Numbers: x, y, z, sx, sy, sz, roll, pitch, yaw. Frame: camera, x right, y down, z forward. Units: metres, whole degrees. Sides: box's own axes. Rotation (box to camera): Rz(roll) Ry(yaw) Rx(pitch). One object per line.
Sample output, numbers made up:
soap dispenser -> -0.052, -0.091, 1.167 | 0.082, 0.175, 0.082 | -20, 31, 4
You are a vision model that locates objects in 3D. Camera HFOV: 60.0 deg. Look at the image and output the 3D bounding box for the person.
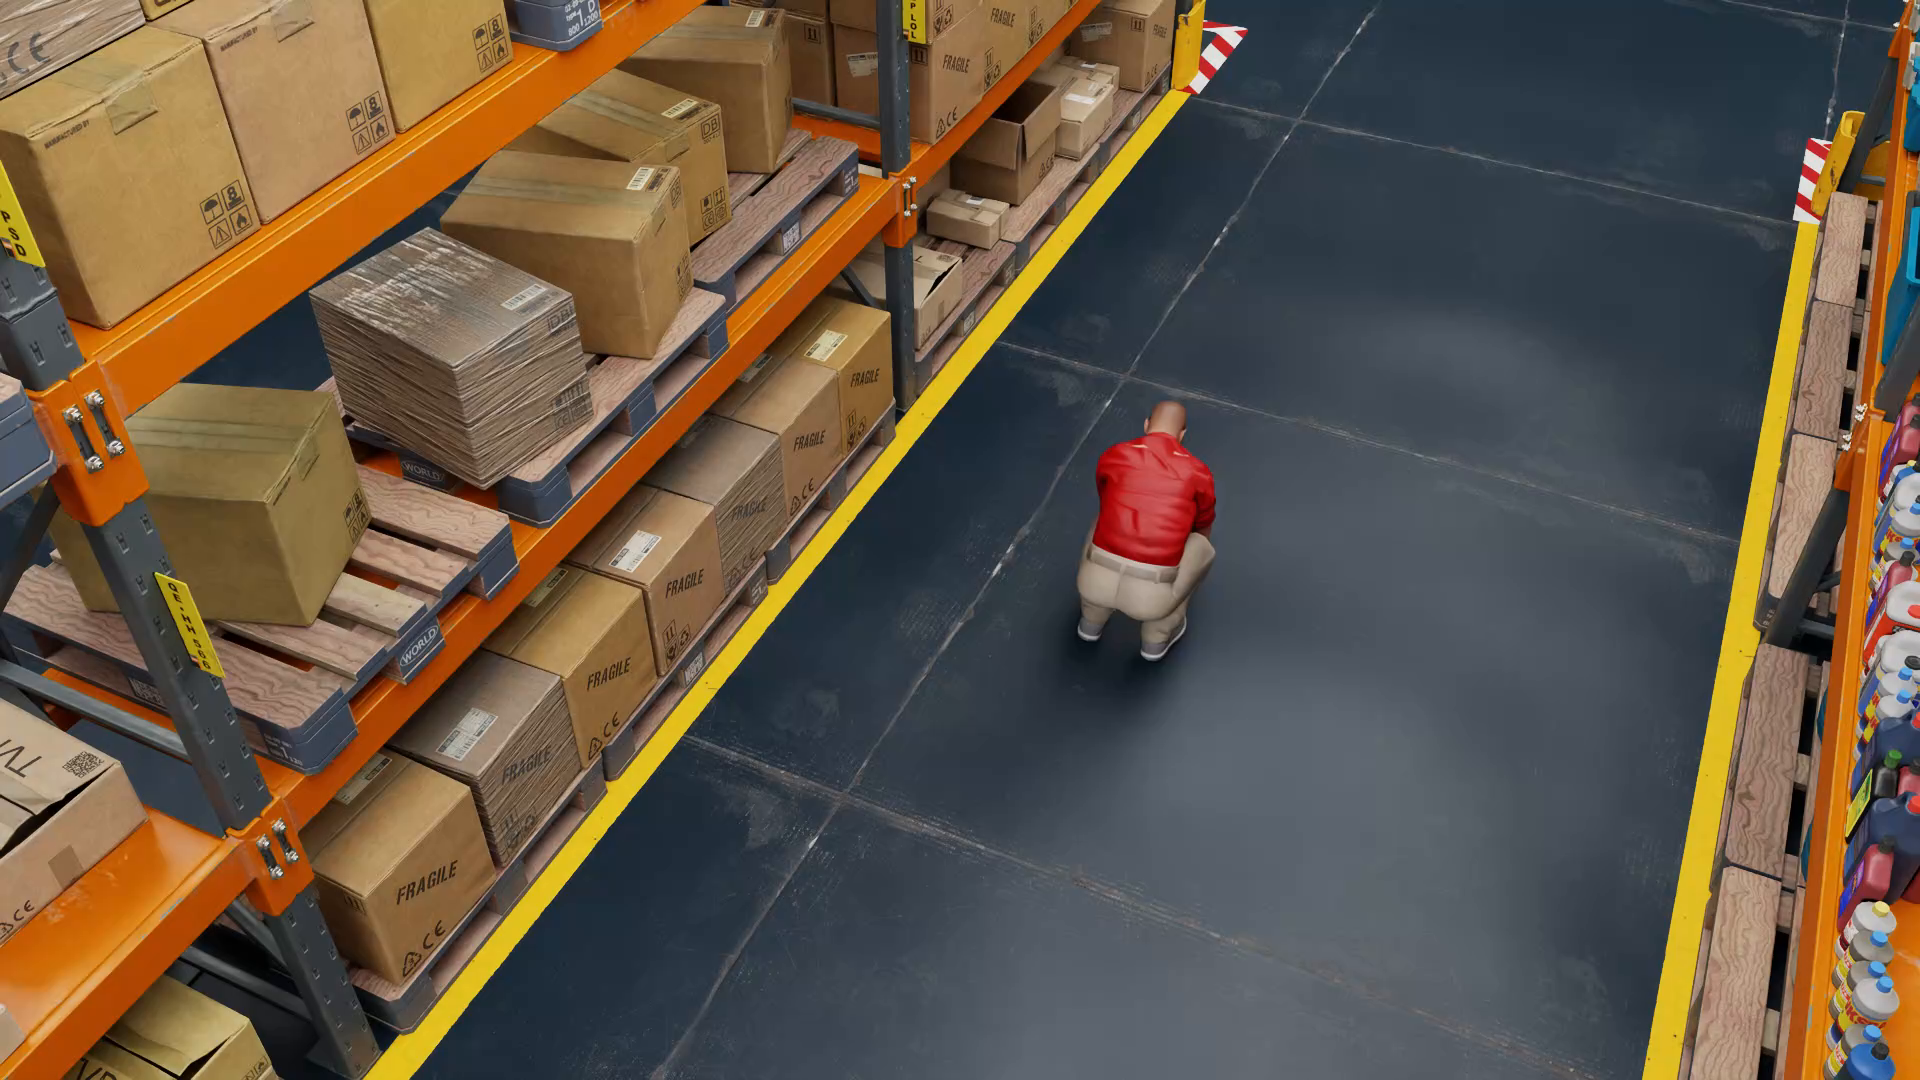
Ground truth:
person -> 0.775, -0.016, 6.888 | 0.554, 0.856, 0.866 | 17, 45, 18
